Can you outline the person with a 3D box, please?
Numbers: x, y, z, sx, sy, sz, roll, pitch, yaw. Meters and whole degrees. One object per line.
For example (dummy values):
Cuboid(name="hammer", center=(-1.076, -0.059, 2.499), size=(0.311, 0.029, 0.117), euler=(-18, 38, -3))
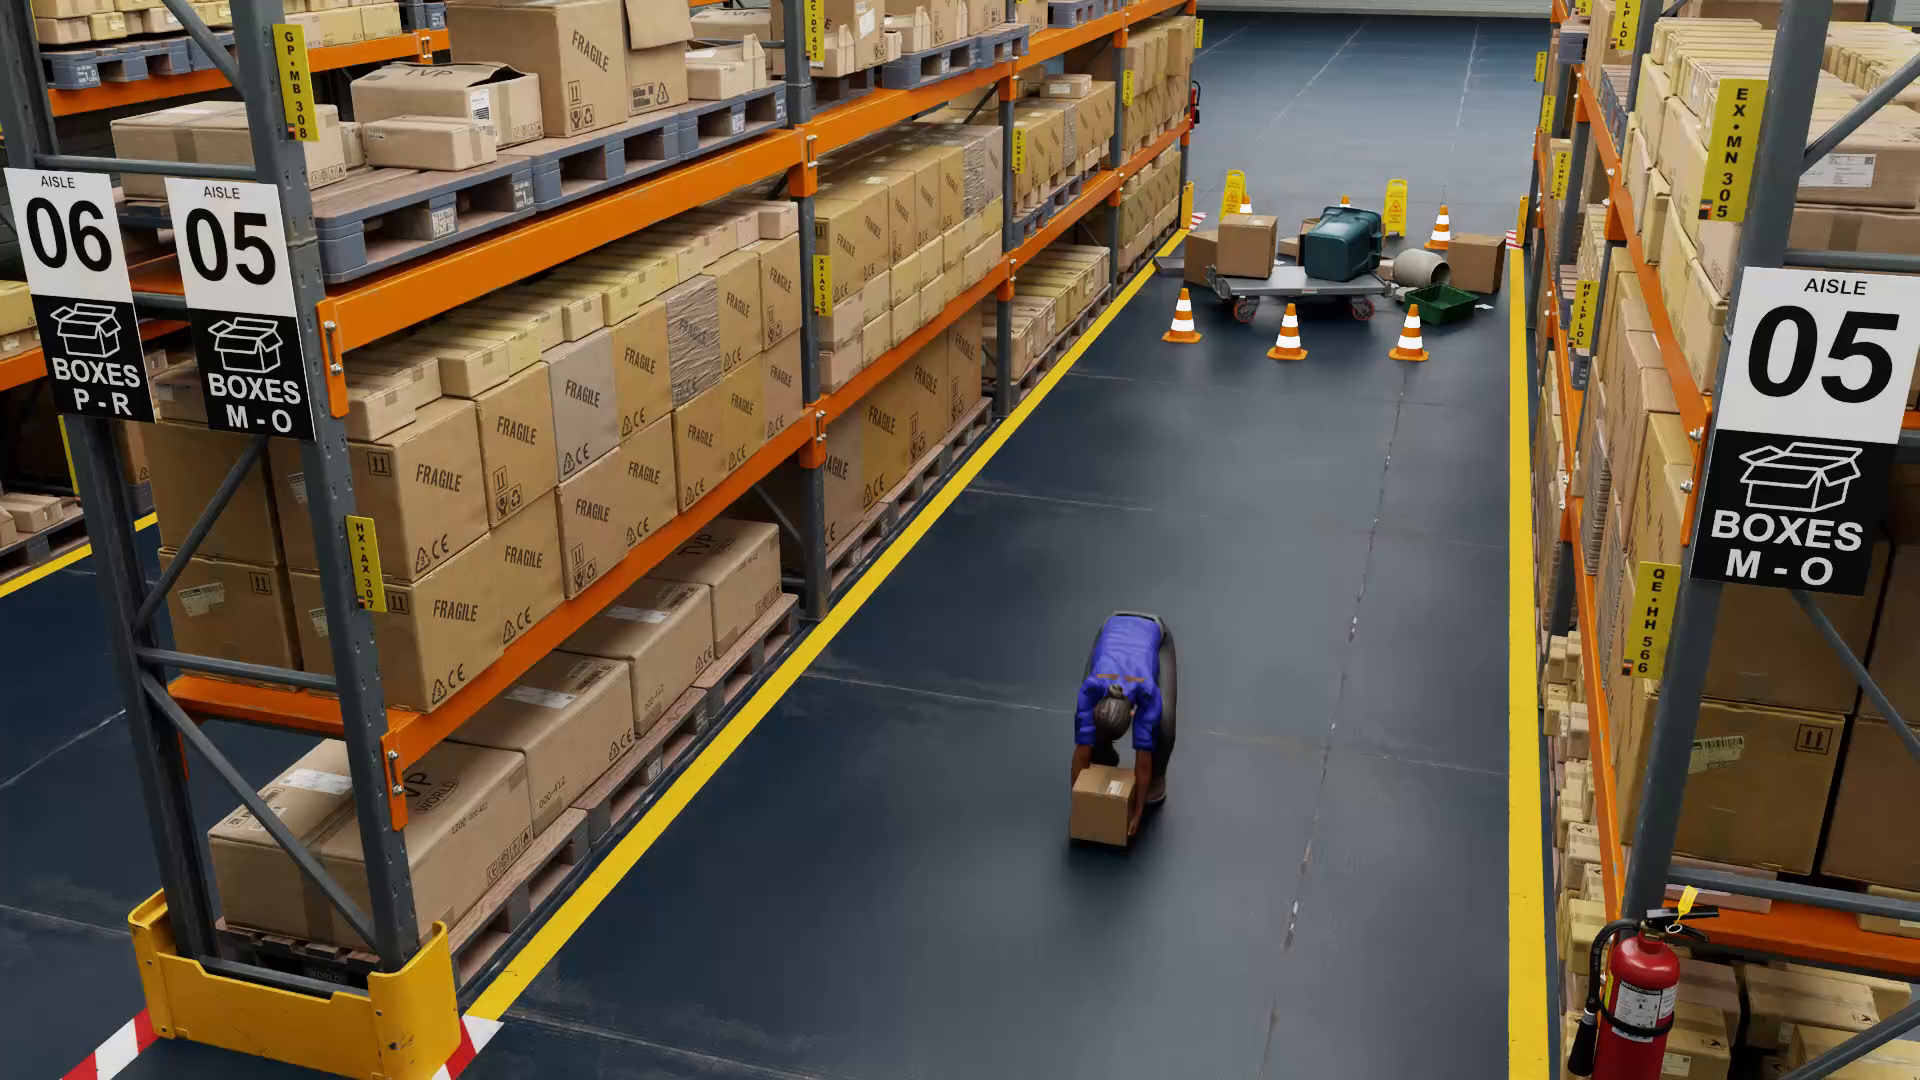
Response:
Cuboid(name="person", center=(0.755, 0.836, 7.594), size=(0.458, 0.864, 0.864), euler=(5, 23, 13))
